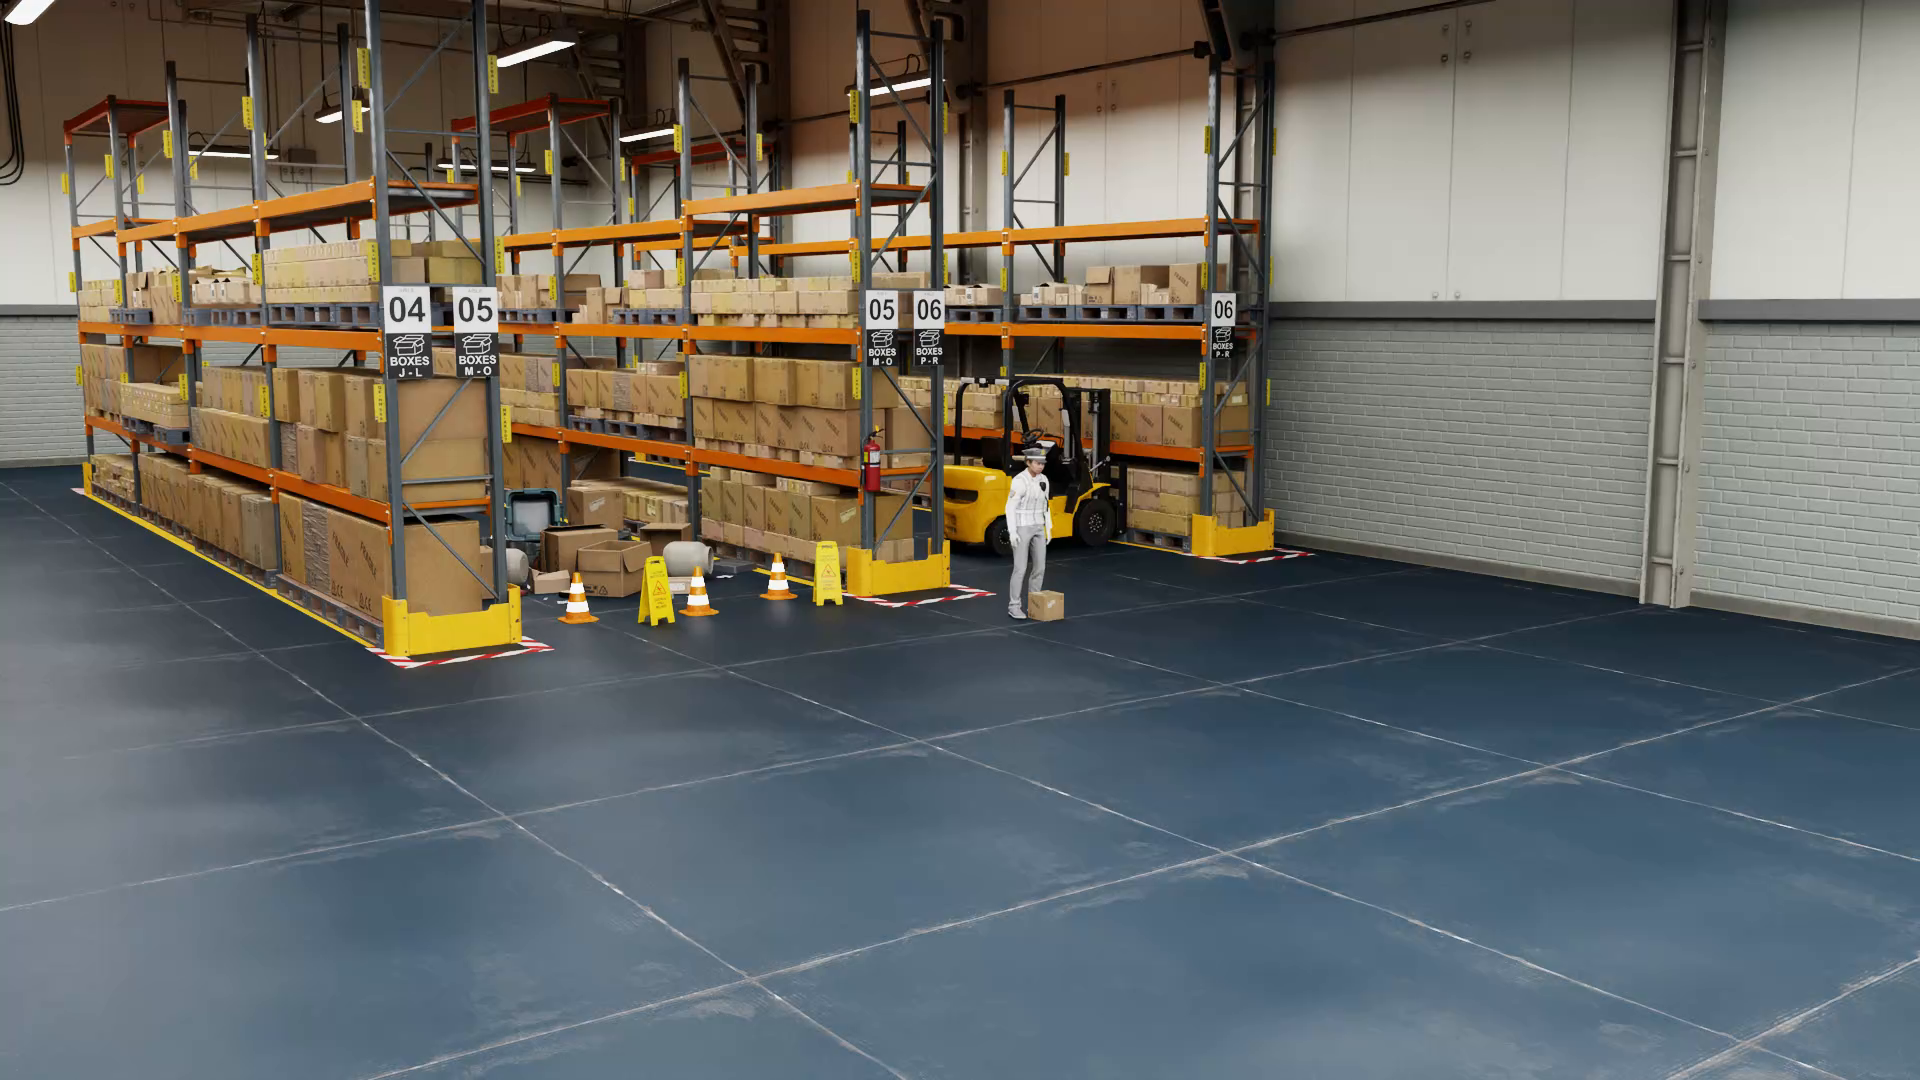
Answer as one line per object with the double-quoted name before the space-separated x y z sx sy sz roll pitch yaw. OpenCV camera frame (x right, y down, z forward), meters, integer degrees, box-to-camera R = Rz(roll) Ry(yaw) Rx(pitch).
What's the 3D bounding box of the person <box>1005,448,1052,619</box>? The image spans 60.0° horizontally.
"person" 0.687 -0.081 16.381 0.527 1.663 0.376 -6 10 -36
